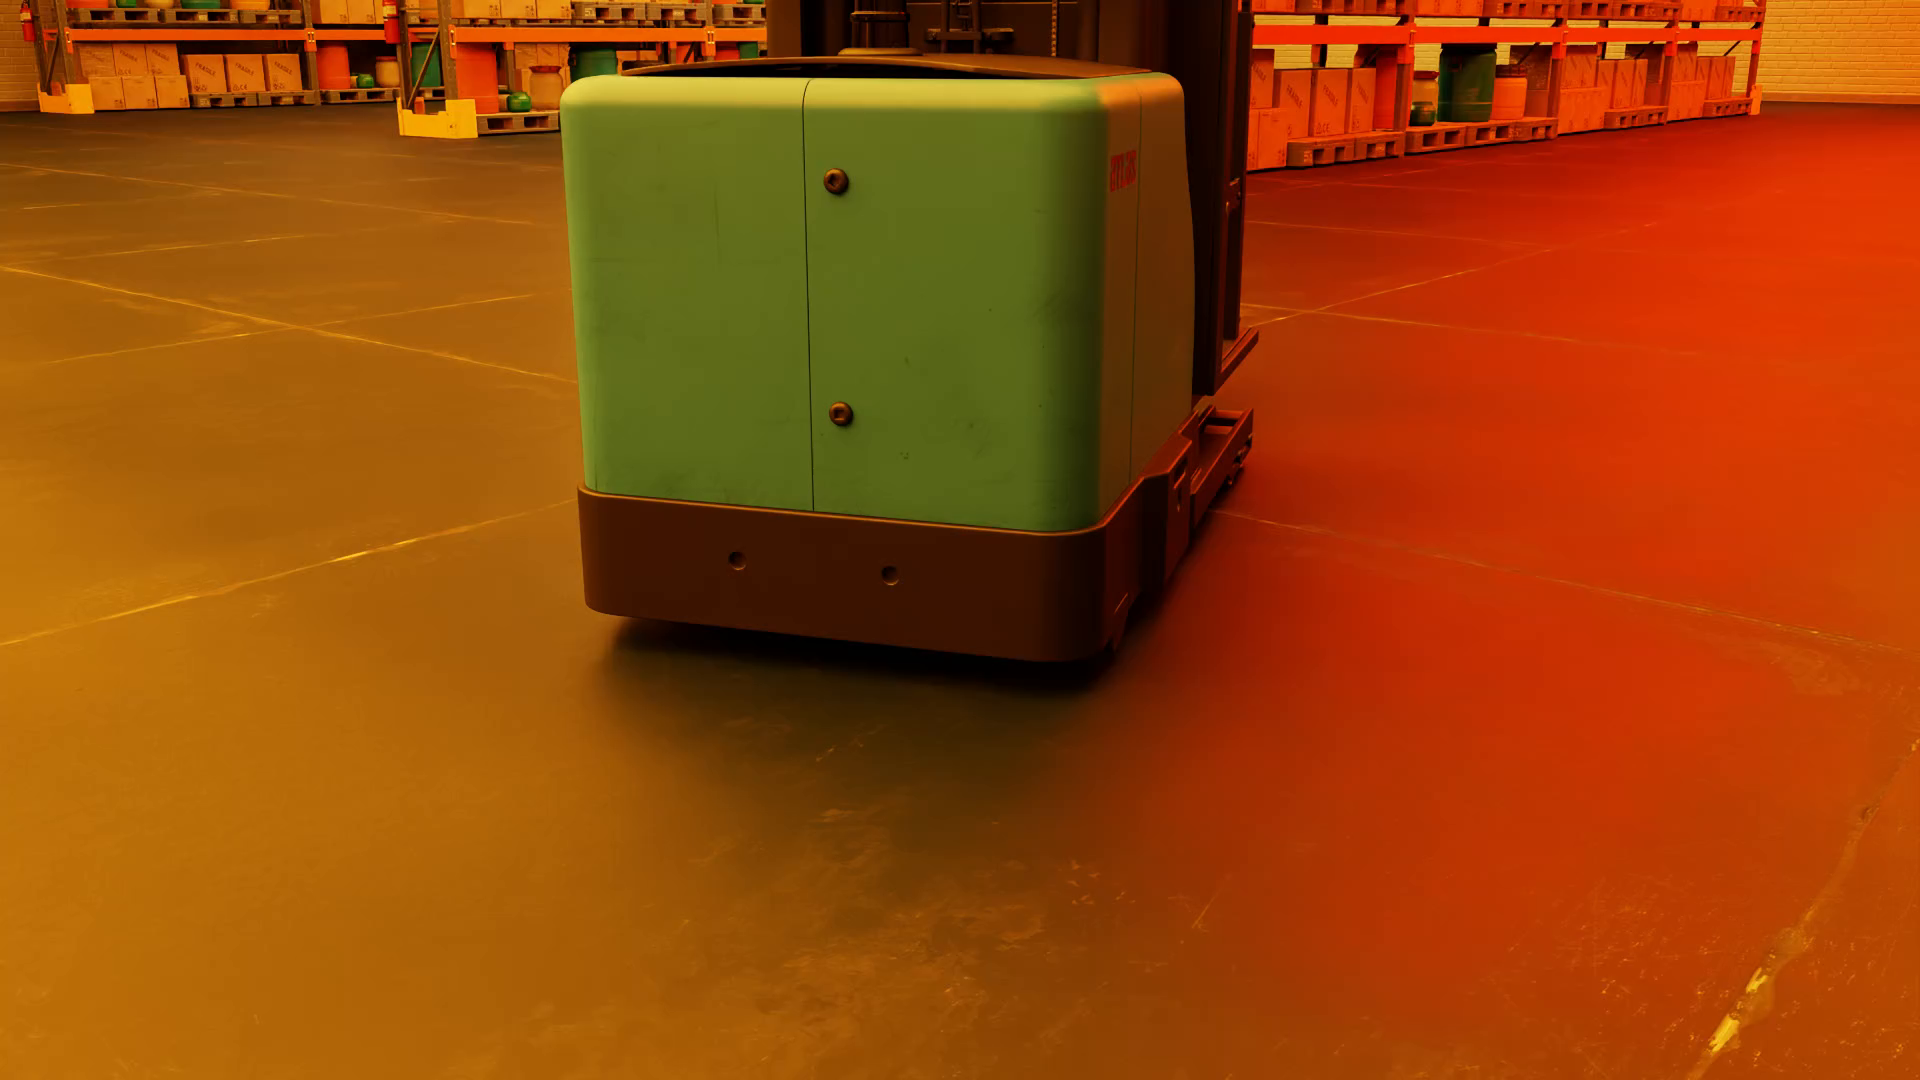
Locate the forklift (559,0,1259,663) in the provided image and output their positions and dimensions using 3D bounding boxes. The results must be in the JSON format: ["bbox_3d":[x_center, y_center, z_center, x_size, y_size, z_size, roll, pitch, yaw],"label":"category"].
[{"bbox_3d":[0.182,-1.571,4.072,1.130,2.935,3.031,5,18,17],"label":"forklift"}]
